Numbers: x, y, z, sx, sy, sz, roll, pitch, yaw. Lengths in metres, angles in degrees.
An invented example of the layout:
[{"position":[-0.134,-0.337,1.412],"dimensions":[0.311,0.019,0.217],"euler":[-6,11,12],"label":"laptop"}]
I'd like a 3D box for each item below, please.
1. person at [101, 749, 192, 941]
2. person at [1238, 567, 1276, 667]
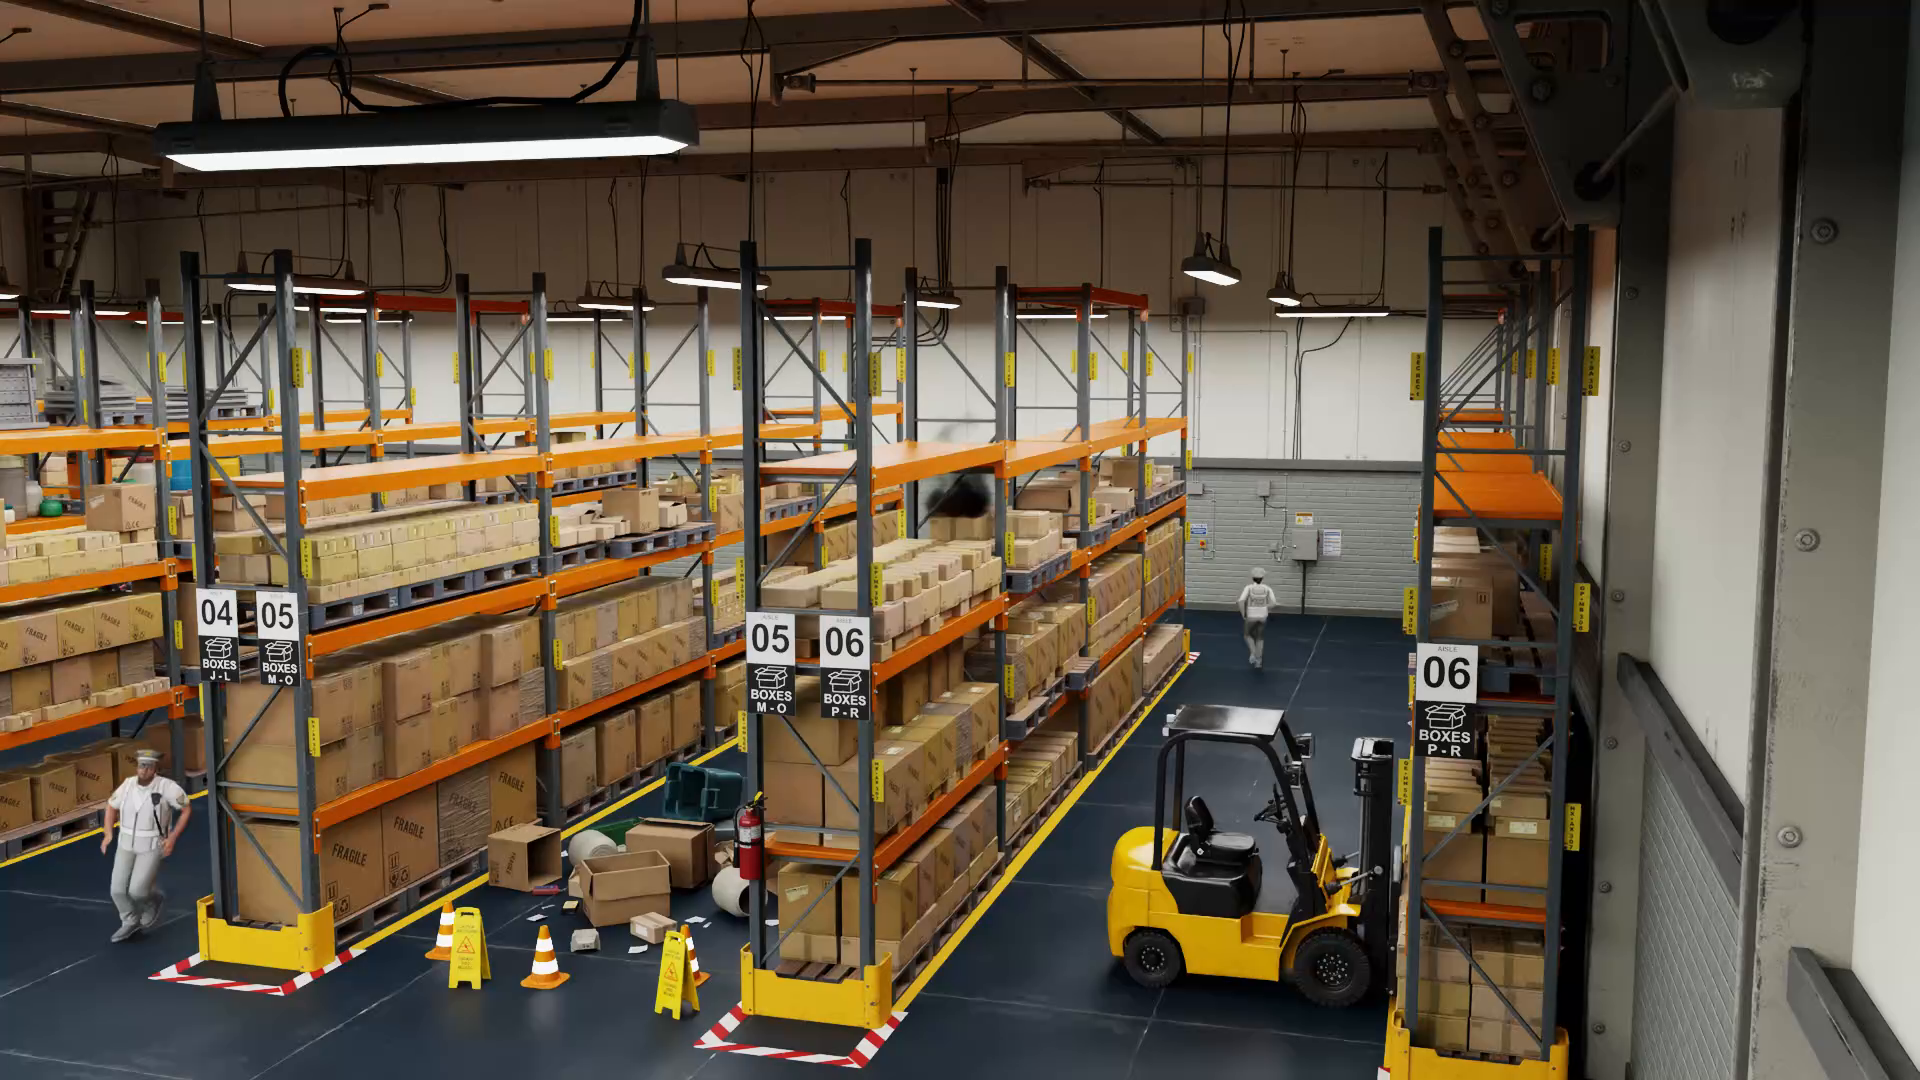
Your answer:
[{"position":[-7.204,2.683,14.690],"dimensions":[0.716,1.723,0.543],"euler":[0,6,2],"label":"person"},{"position":[4.873,1.271,27.424],"dimensions":[0.656,1.665,0.510],"euler":[0,6,-1],"label":"person"}]
